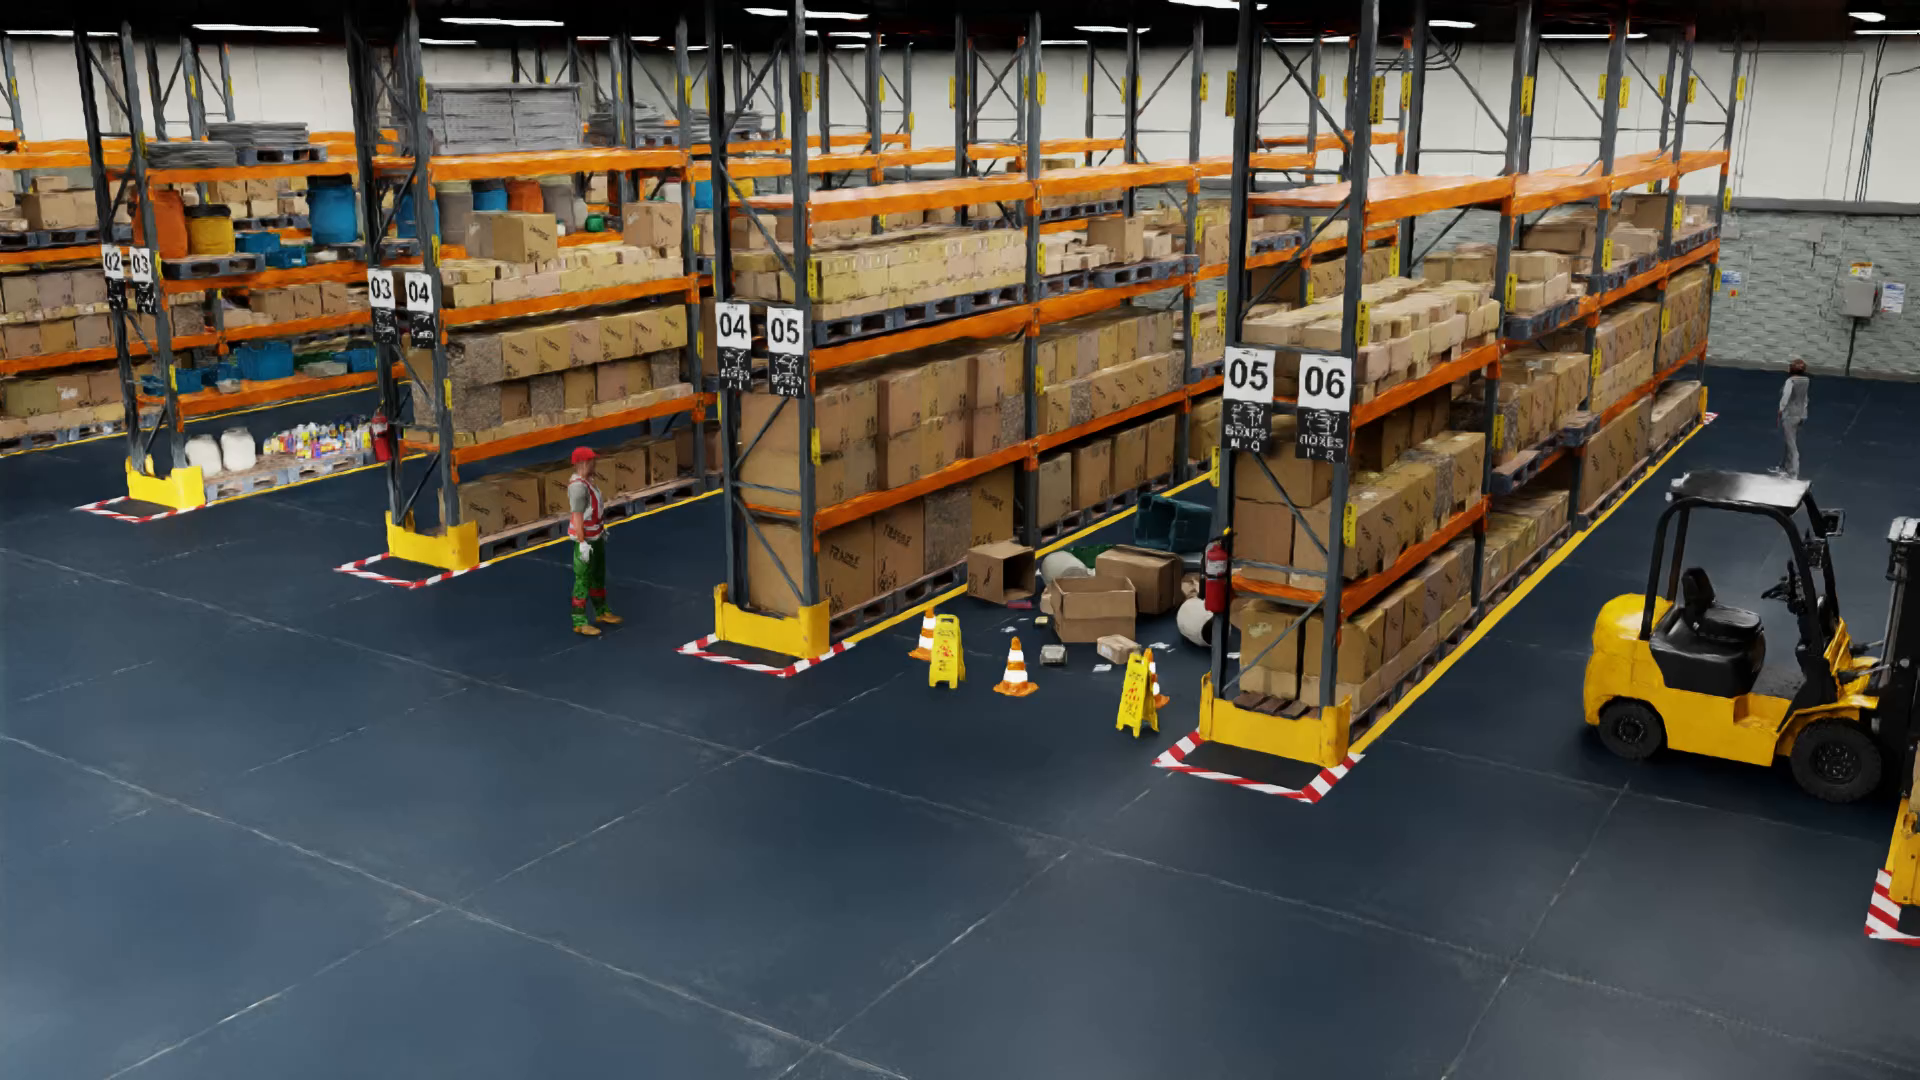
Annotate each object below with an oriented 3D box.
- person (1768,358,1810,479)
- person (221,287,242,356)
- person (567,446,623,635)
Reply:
[{"bbox_3d":[10.990,-1.612,21.993,0.522,1.589,0.534,-9,18,-30],"label":"person"},{"bbox_3d":[-12.856,-3.672,29.312,0.430,1.653,0.530,1,16,3],"label":"person"},{"bbox_3d":[-3.506,-0.020,15.893,0.442,1.792,0.606,0,16,1],"label":"person"}]
